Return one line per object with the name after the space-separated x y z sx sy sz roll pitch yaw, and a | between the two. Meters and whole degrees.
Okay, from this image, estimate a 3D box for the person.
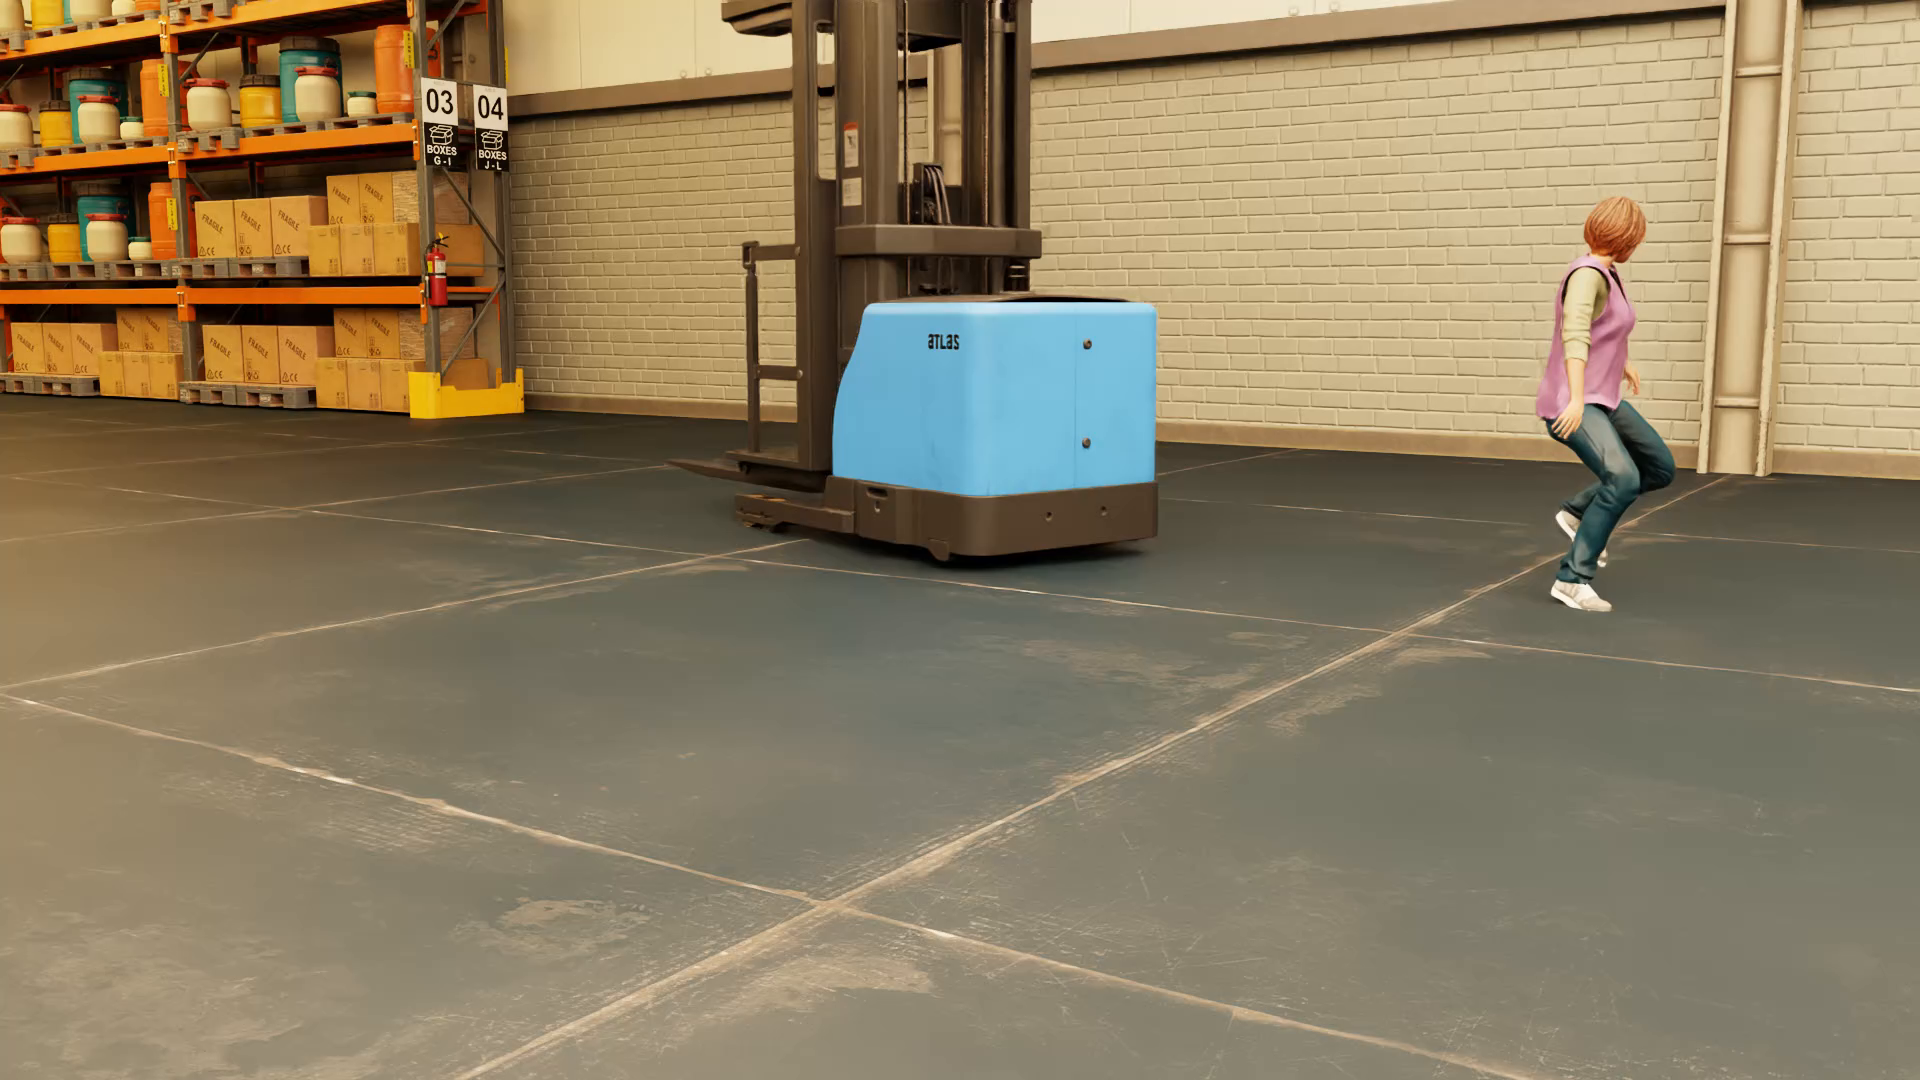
2.304 -0.495 6.043 0.465 1.472 0.946 6 10 37 | person

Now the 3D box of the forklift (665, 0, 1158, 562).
-0.432 -1.523 7.906 1.130 2.935 3.031 -6 10 -37 | forklift
